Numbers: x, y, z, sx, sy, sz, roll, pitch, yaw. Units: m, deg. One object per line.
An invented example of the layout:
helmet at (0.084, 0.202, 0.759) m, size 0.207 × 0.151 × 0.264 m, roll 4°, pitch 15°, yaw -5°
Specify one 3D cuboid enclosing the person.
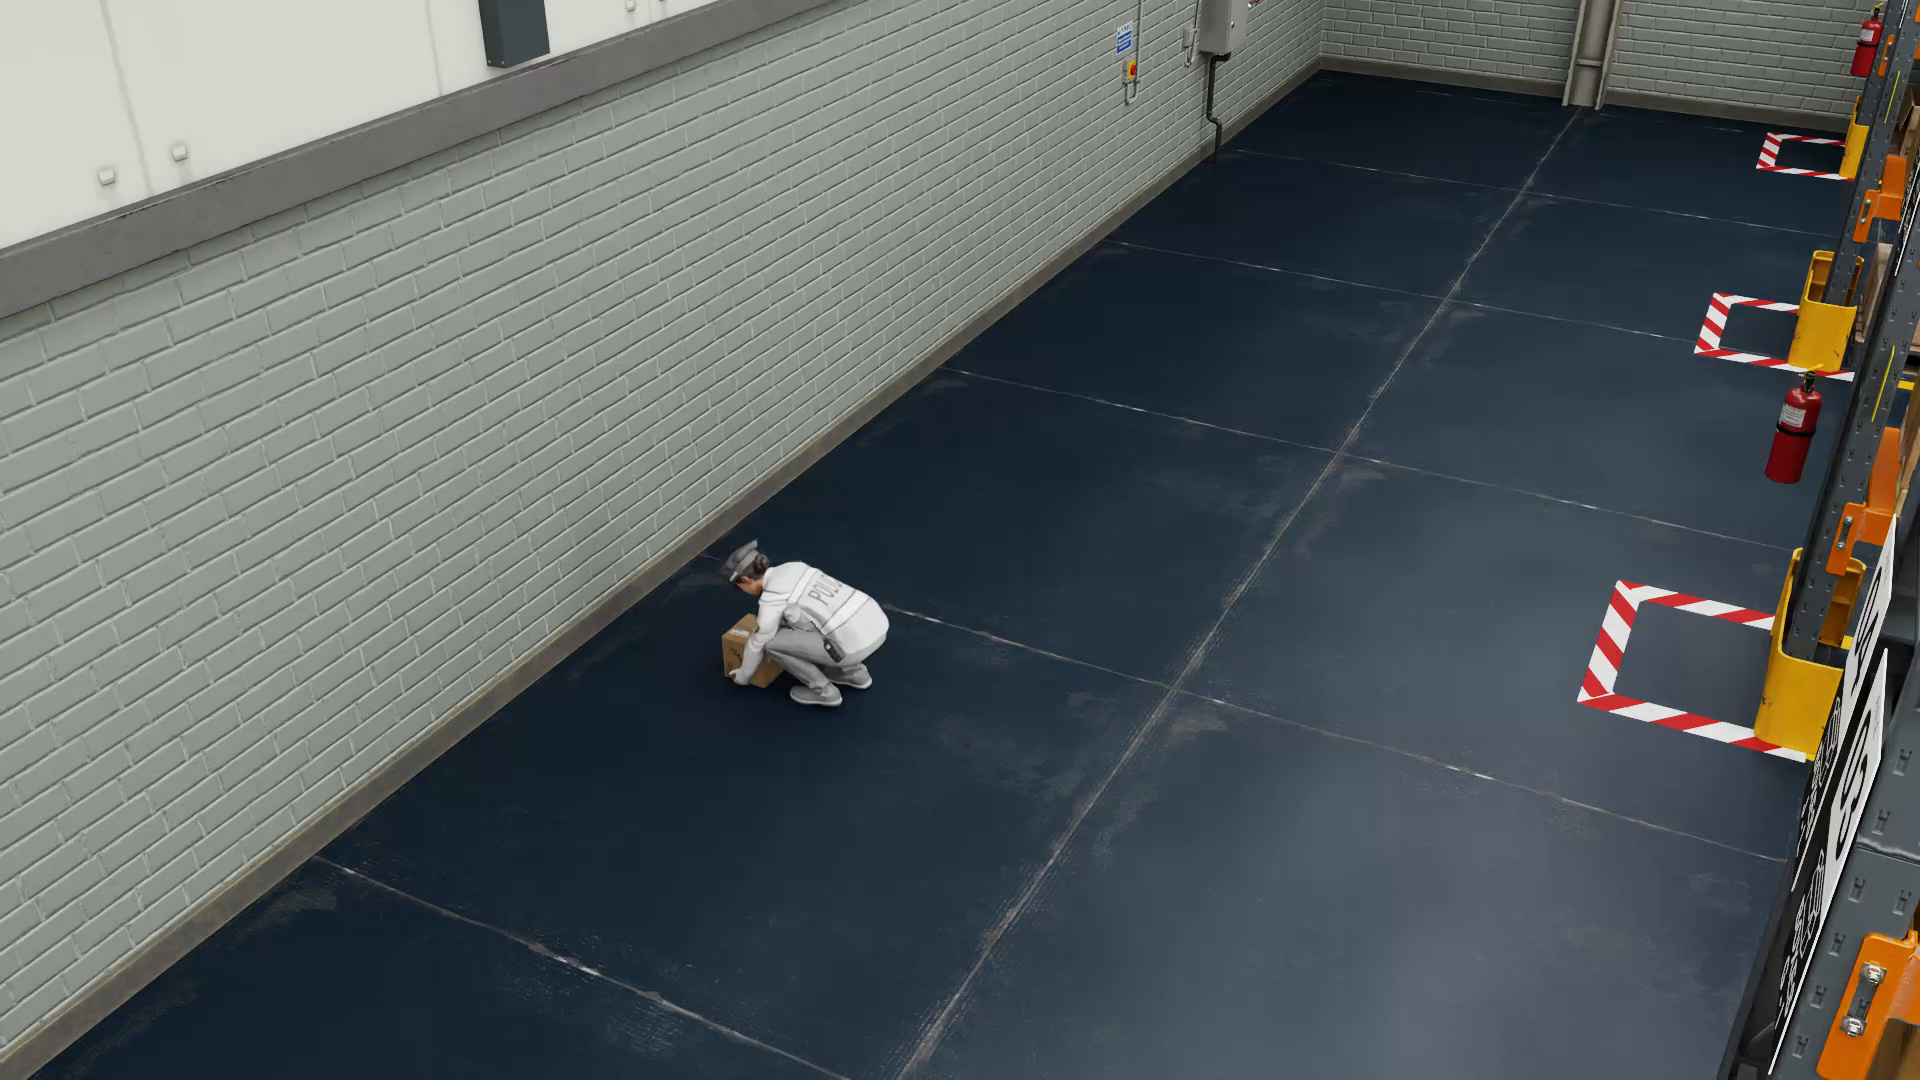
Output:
person at (-0.796, 0.435, 8.455) m, size 0.874 × 0.840 × 0.473 m, roll 14°, pitch 33°, yaw 23°
